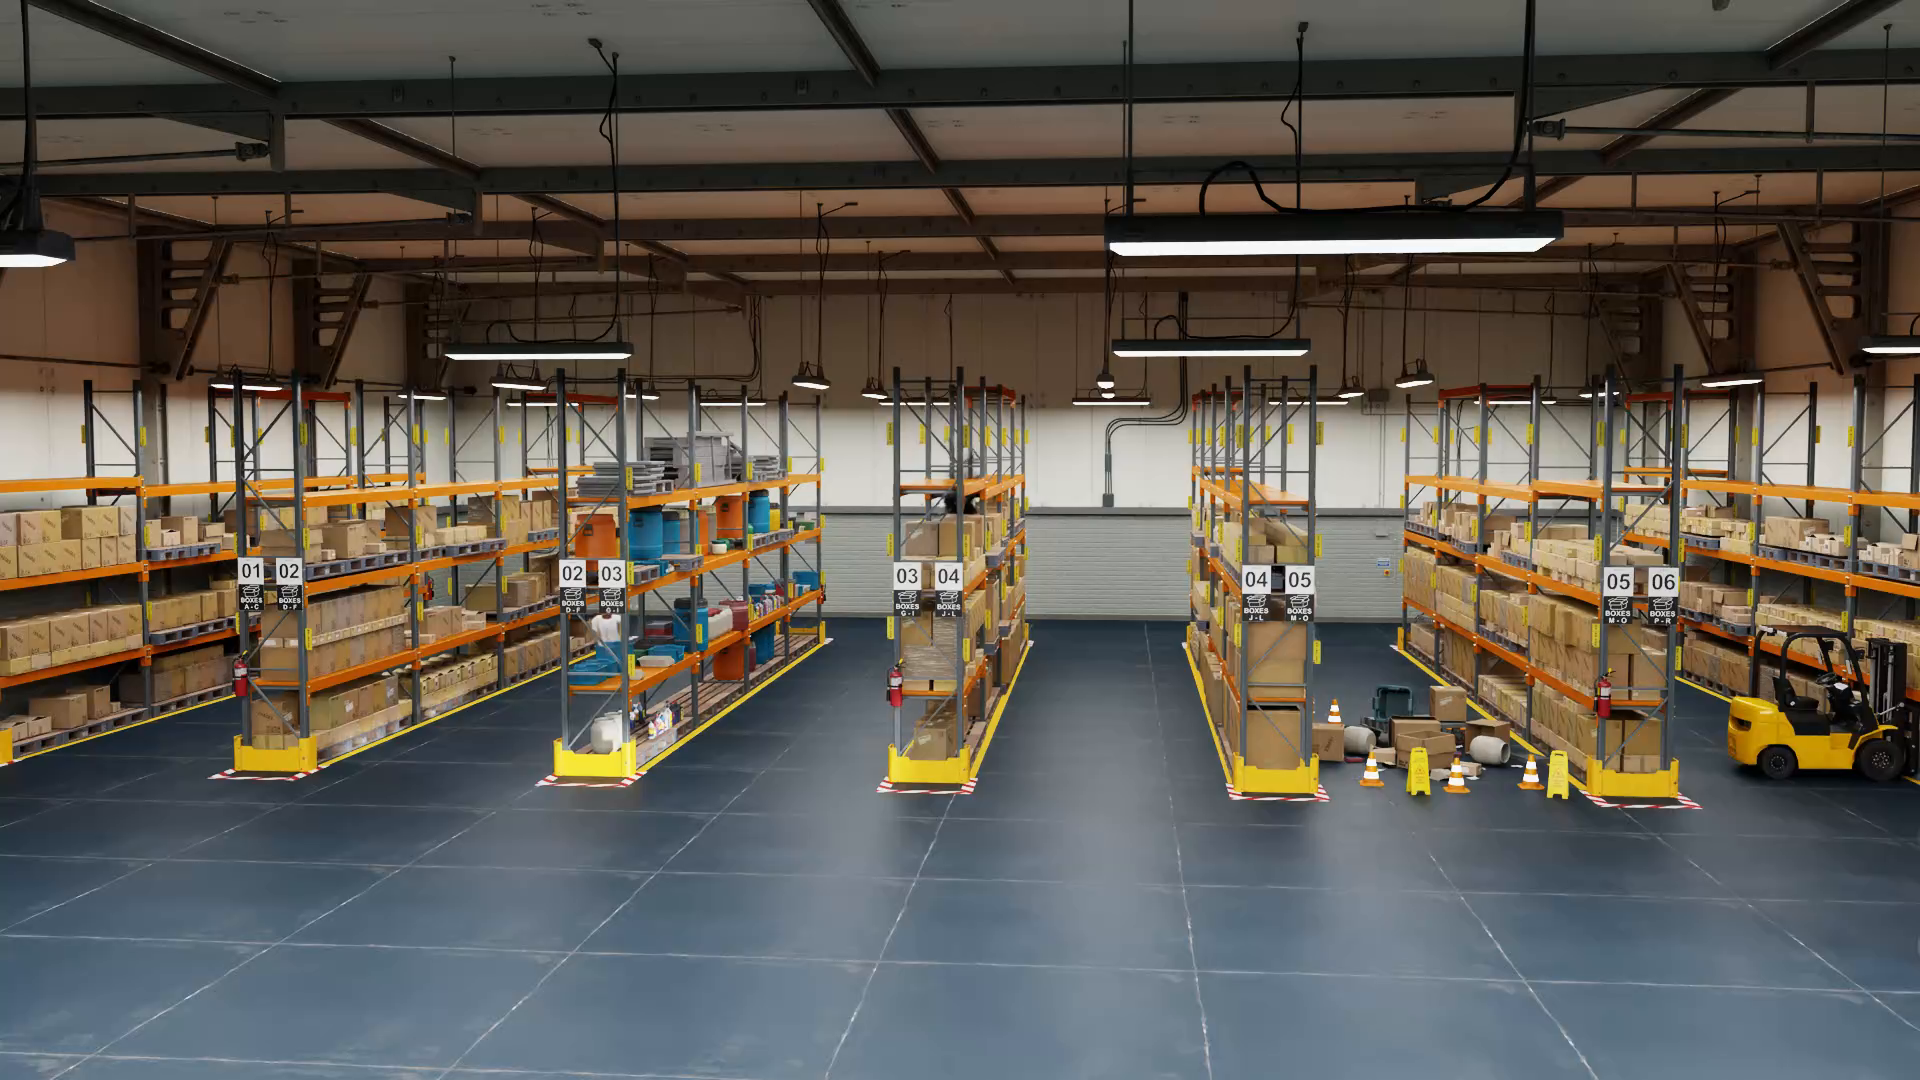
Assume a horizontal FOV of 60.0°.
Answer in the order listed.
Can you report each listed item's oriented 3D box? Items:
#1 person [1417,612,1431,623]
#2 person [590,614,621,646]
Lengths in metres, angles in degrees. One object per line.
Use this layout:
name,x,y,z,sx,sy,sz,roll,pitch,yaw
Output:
person,11.360,1.727,40.375,0.629,1.497,0.697,2,4,25
person,-6.936,2.092,32.747,0.668,1.808,0.823,0,4,-1
